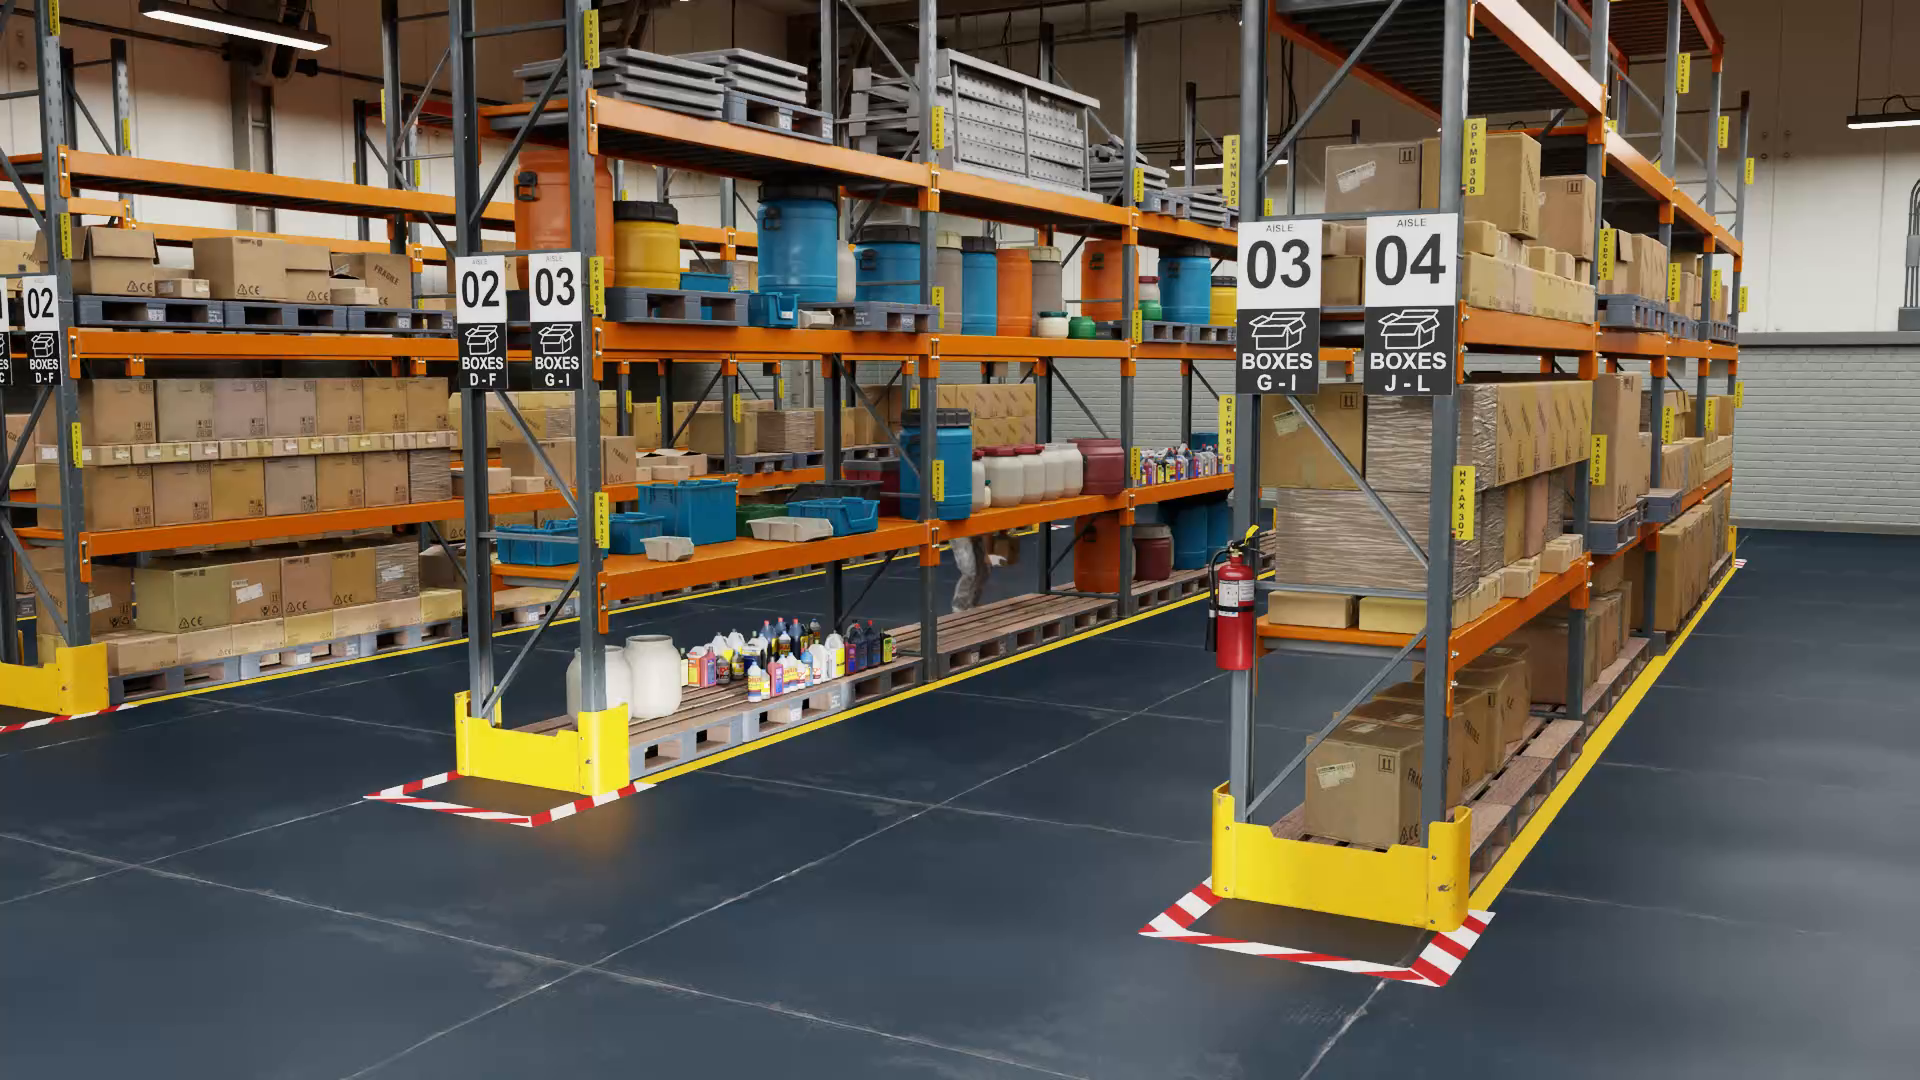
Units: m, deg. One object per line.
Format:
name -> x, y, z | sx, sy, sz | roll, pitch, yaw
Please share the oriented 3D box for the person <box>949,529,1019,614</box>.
person -> 0.263, 0.068, 16.511 | 0.822, 1.537, 0.492 | 3, 7, 27
